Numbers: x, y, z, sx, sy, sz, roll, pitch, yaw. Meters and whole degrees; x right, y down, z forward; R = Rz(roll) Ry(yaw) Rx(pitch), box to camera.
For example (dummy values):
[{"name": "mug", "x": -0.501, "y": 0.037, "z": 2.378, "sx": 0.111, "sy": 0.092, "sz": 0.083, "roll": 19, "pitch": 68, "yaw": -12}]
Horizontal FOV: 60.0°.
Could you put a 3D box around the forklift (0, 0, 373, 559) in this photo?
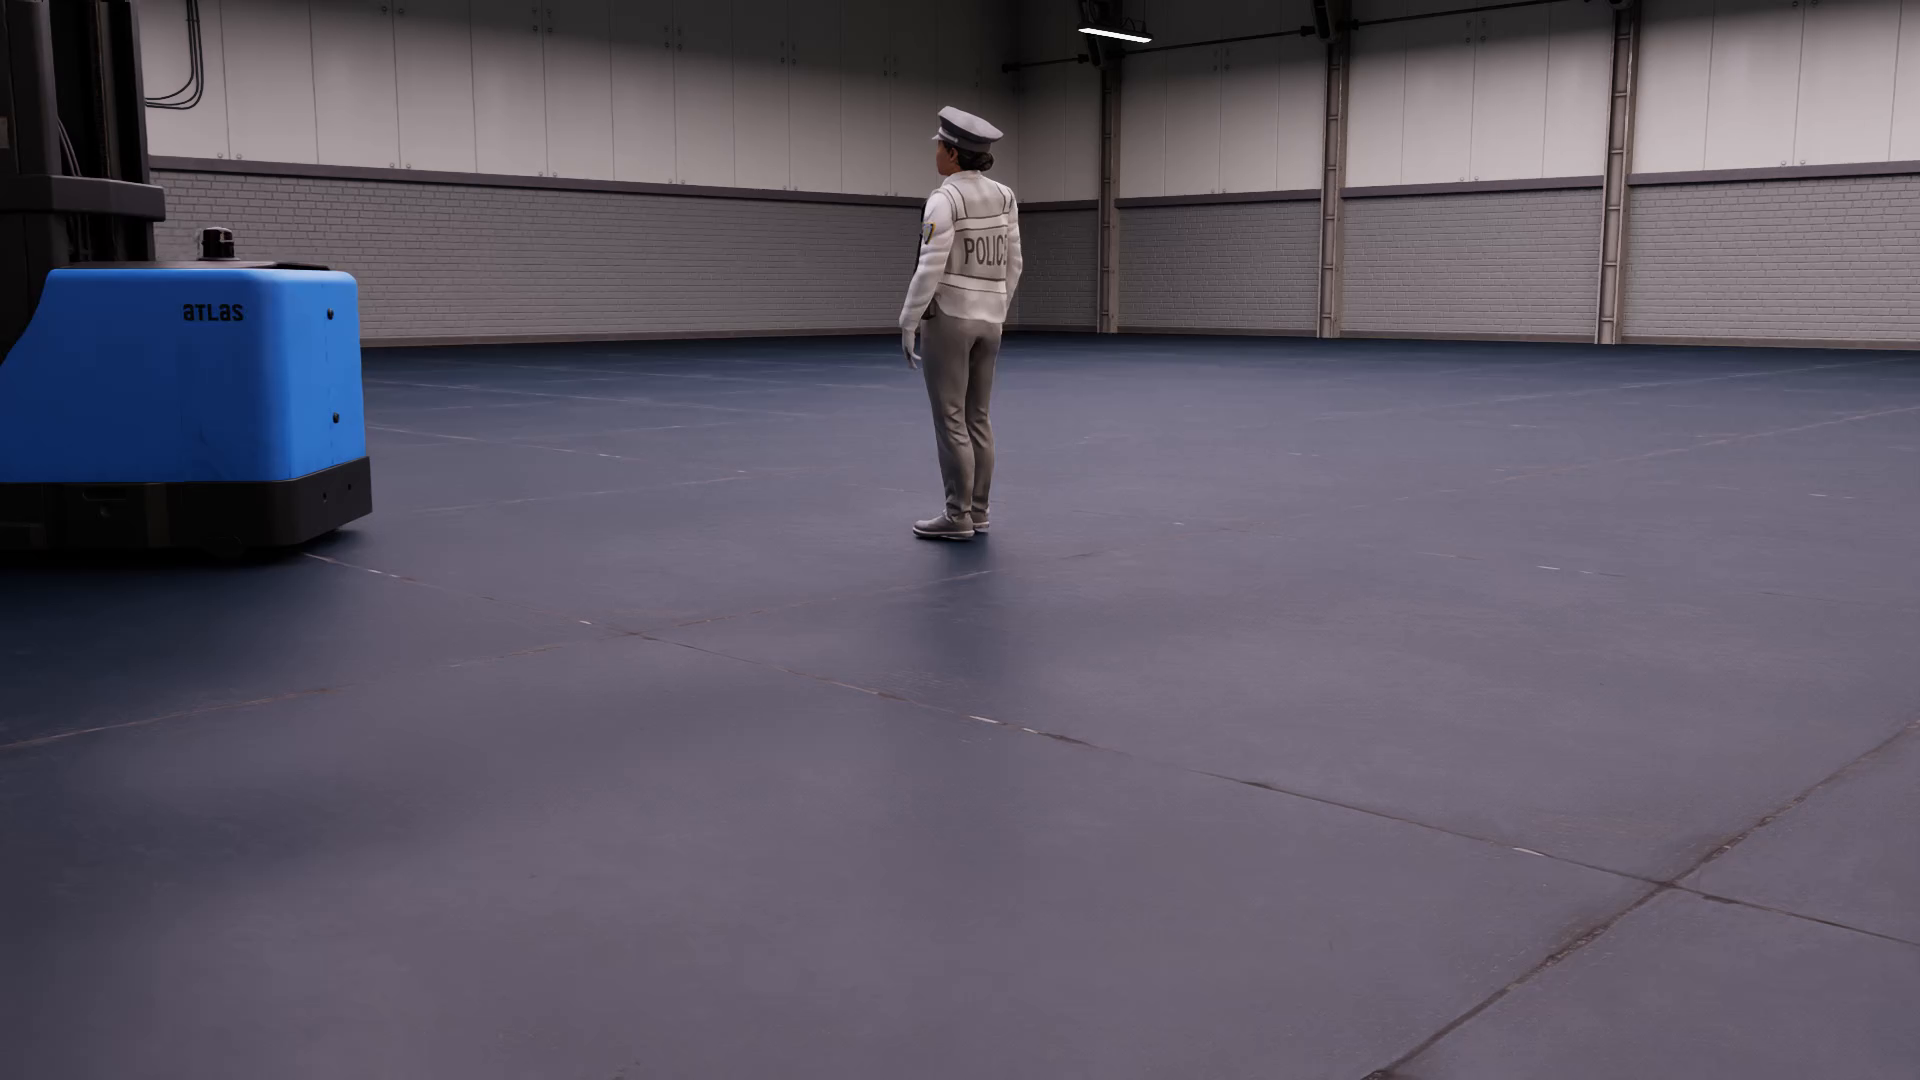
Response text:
[{"name": "forklift", "x": -3.970, "y": -1.420, "z": 6.307, "sx": 3.031, "sy": 2.935, "sz": 1.130, "roll": 0, "pitch": 9, "yaw": -2}]

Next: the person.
[{"name": "person", "x": -0.044, "y": -0.853, "z": 6.642, "sx": 0.532, "sy": 1.694, "sz": 0.586, "roll": 8, "pitch": 12, "yaw": 43}]
